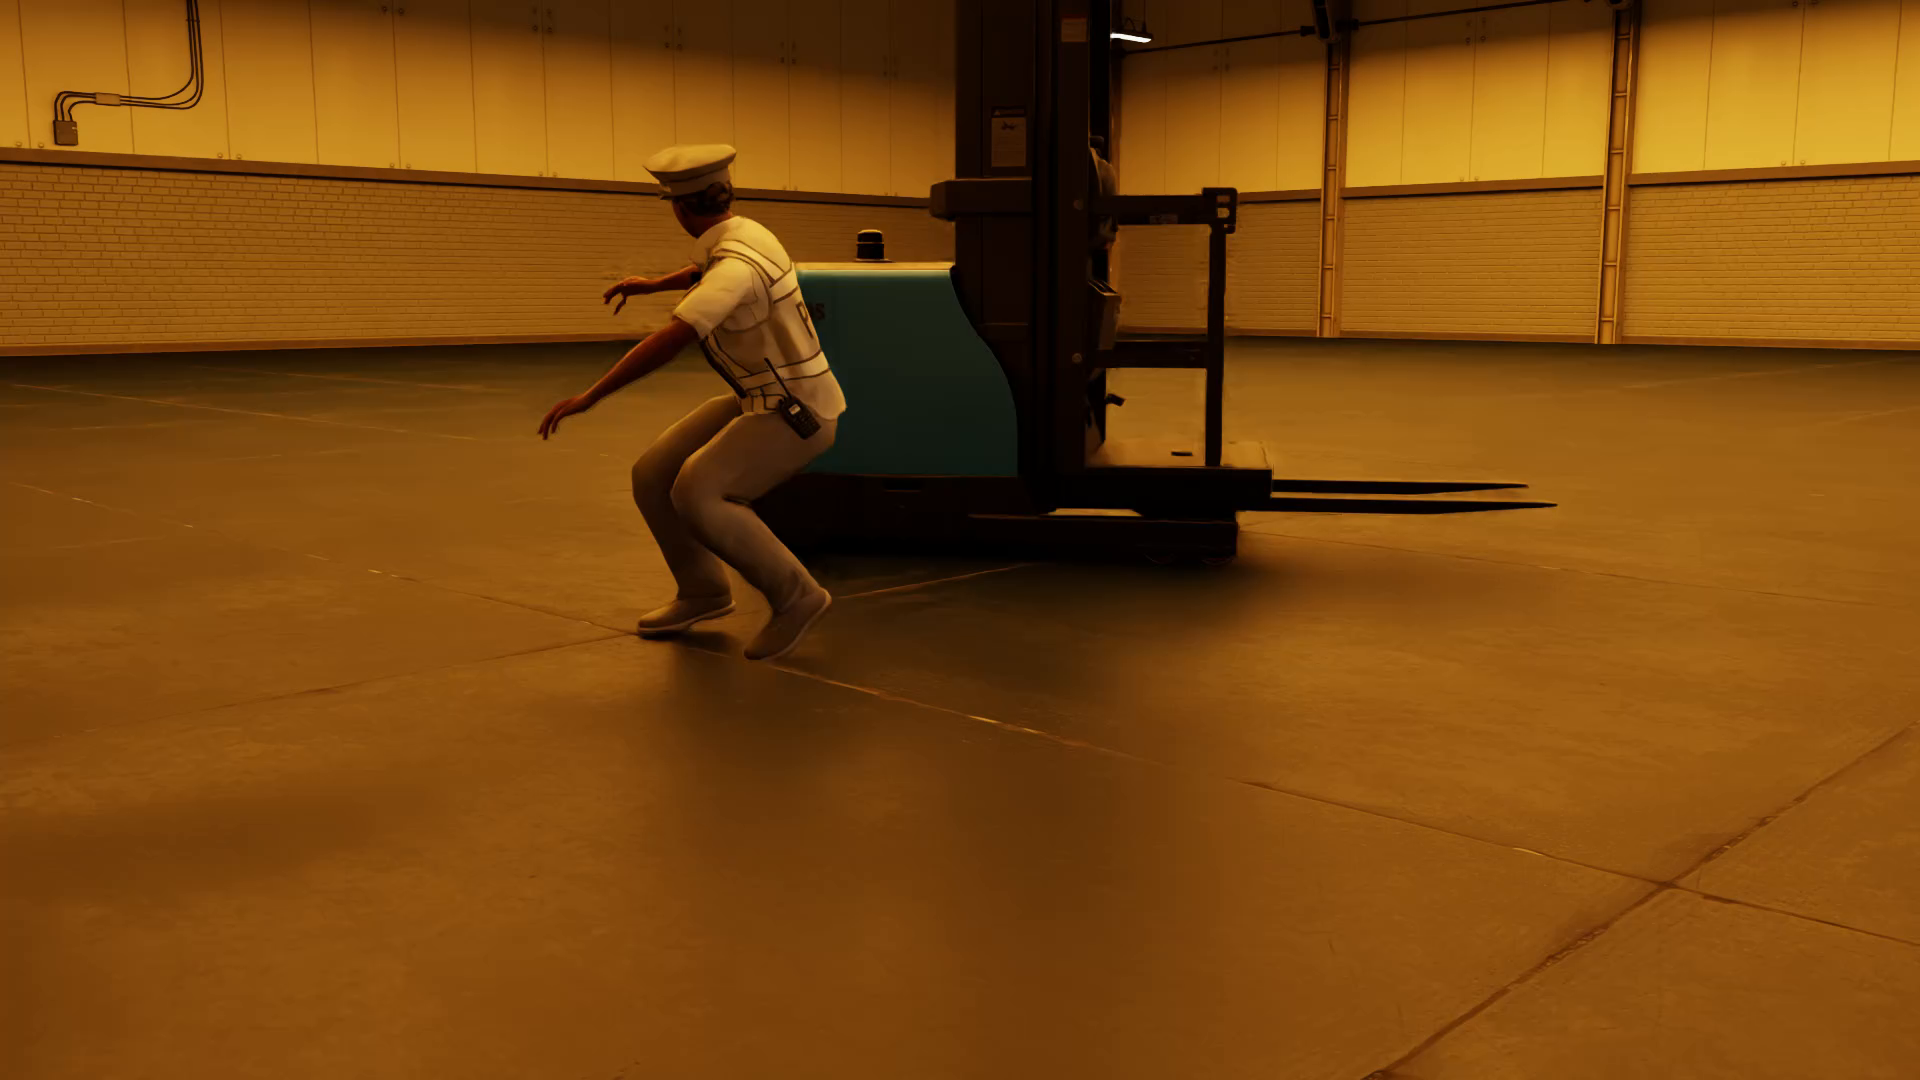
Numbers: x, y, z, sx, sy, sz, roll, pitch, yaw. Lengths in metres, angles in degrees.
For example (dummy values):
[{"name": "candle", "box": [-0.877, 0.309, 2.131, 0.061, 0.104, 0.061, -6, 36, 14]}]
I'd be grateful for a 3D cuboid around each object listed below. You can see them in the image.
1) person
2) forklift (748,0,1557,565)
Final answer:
[{"name": "person", "box": [-0.761, -0.381, 4.628, 0.893, 1.414, 0.716, -3, 9, -22]}, {"name": "forklift", "box": [0.741, -1.442, 6.453, 3.031, 2.935, 1.130, 1, 9, 9]}]
